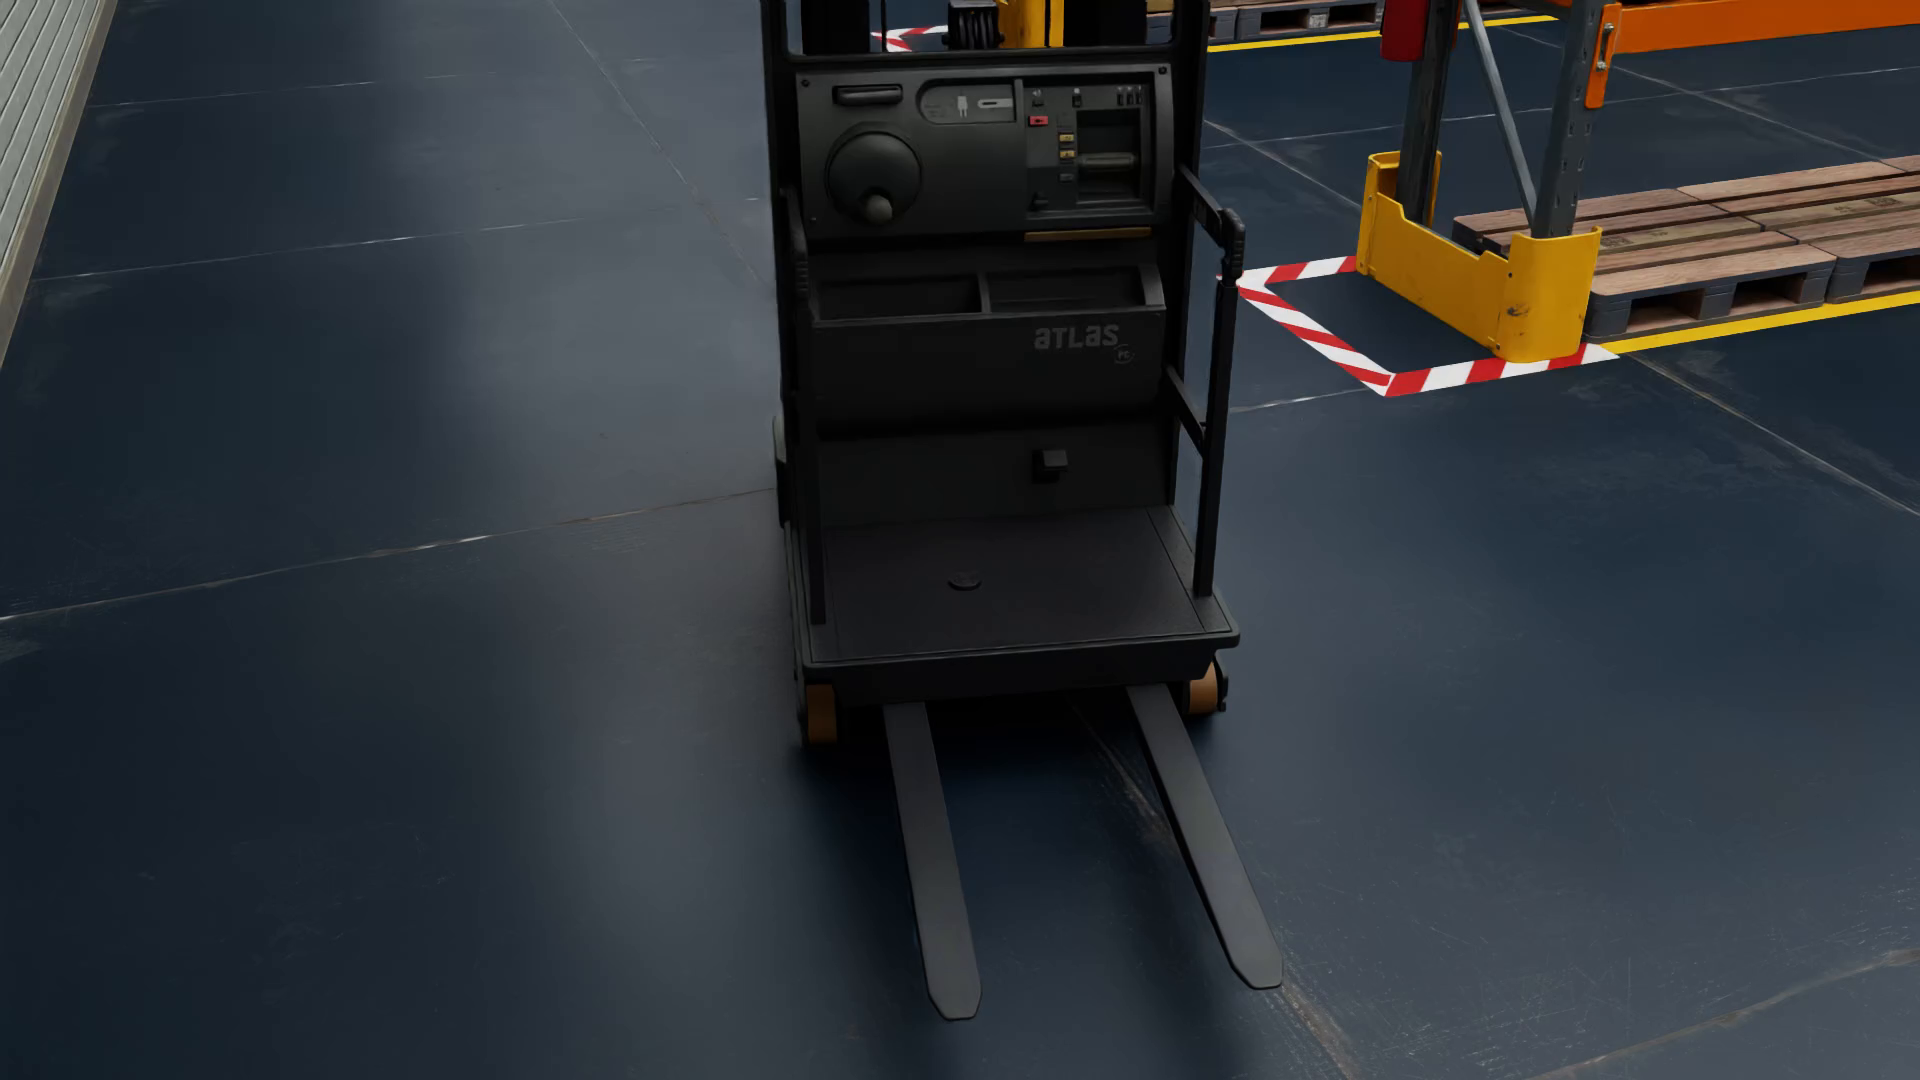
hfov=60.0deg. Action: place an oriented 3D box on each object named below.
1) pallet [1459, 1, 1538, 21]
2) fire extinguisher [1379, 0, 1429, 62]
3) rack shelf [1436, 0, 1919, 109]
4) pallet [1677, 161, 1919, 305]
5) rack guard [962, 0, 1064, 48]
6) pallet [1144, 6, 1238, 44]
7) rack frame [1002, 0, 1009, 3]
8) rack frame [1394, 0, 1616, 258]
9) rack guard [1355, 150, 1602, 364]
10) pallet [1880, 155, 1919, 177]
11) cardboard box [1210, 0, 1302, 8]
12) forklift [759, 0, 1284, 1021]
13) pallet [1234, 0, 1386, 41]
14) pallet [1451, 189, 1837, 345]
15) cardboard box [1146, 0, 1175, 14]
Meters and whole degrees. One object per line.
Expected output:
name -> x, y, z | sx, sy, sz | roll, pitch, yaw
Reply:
pallet -> 3.393, -3.970, 12.005 | 1.213, 0.211, 1.003 | -10, 31, -18
fire extinguisher -> 1.811, -2.277, 6.672 | 0.183, 0.674, 0.296 | -10, 31, -18
rack shelf -> 3.986, -2.321, 7.020 | 4.000, 0.370, 1.077 | -10, 31, -18
pallet -> 4.039, -1.410, 7.511 | 1.213, 0.211, 1.003 | -10, 31, -18
rack guard -> 0.362, -3.496, 10.881 | 0.348, 0.500, 1.175 | -10, 31, -18
pallet -> 1.106, -3.549, 11.266 | 1.213, 0.211, 1.003 | -10, 31, -18
rack frame -> 0.384, -4.586, 10.270 | 0.127, 3.000, 1.000 | -10, 31, -18
rack frame -> 2.111, -2.288, 6.236 | 0.127, 3.000, 1.000 | -10, 31, -18
rack guard -> 2.093, -1.192, 6.837 | 0.348, 0.500, 1.175 | -10, 31, -18
pallet -> 5.184, -1.622, 7.884 | 1.213, 0.211, 1.003 | -10, 31, -18
cardboard box -> 1.809, -4.150, 11.226 | 0.875, 0.875, 0.875 | -10, 31, -18
forklift -> 0.098, -0.925, 3.913 | 1.130, 2.935, 3.031 | -4, 30, -7
pallet -> 2.248, -3.758, 11.632 | 1.213, 0.211, 1.003 | -10, 31, -18
pallet -> 2.898, -1.201, 7.145 | 1.213, 0.211, 1.003 | -10, 31, -18
cardboard box -> 0.956, -3.993, 10.951 | 0.875, 0.875, 0.875 | -10, 31, -18
